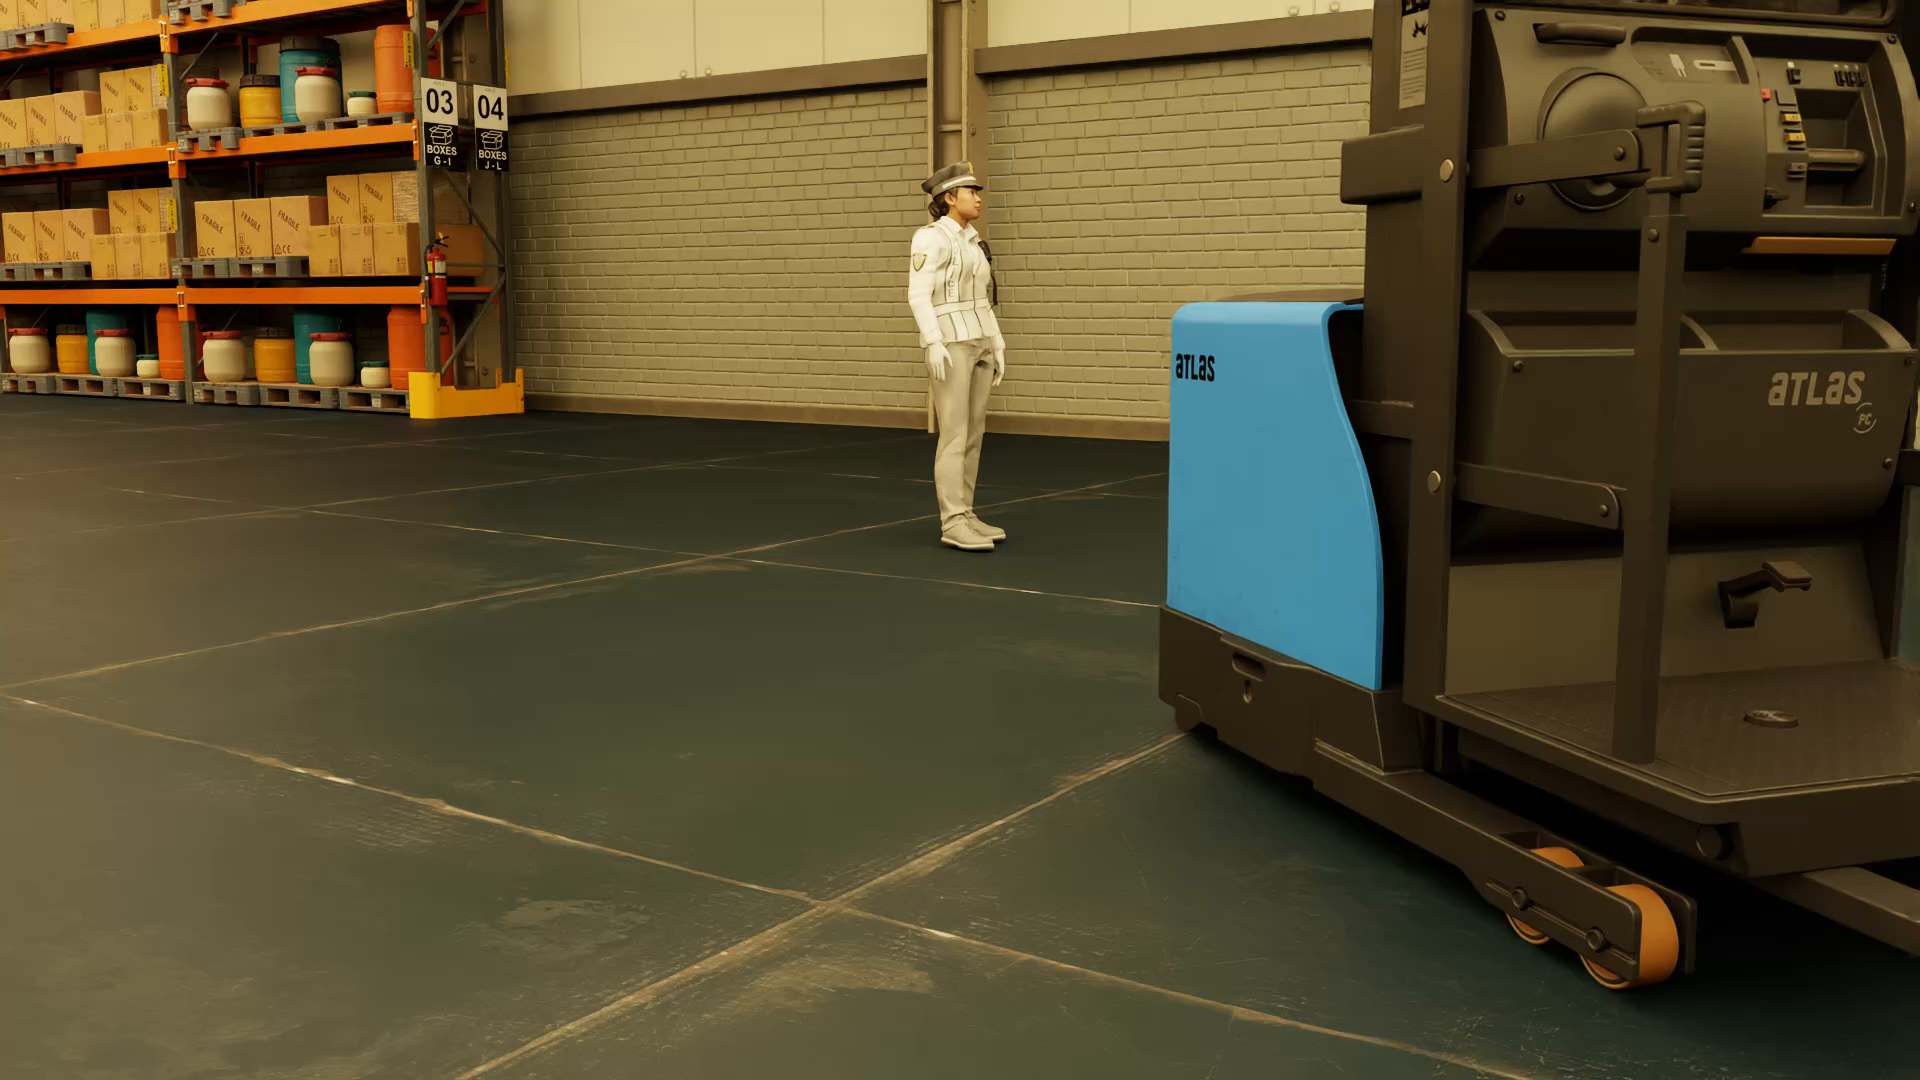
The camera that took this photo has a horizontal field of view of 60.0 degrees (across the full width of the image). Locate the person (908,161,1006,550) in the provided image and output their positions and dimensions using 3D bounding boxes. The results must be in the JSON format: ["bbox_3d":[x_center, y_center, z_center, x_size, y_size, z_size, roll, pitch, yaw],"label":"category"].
[{"bbox_3d":[0.053,-0.840,7.439,0.530,1.694,0.586,5,10,34],"label":"person"}]

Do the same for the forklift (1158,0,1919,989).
[{"bbox_3d":[1.444,-0.805,2.855,1.130,2.935,3.031,-3,8,-18],"label":"forklift"}]
